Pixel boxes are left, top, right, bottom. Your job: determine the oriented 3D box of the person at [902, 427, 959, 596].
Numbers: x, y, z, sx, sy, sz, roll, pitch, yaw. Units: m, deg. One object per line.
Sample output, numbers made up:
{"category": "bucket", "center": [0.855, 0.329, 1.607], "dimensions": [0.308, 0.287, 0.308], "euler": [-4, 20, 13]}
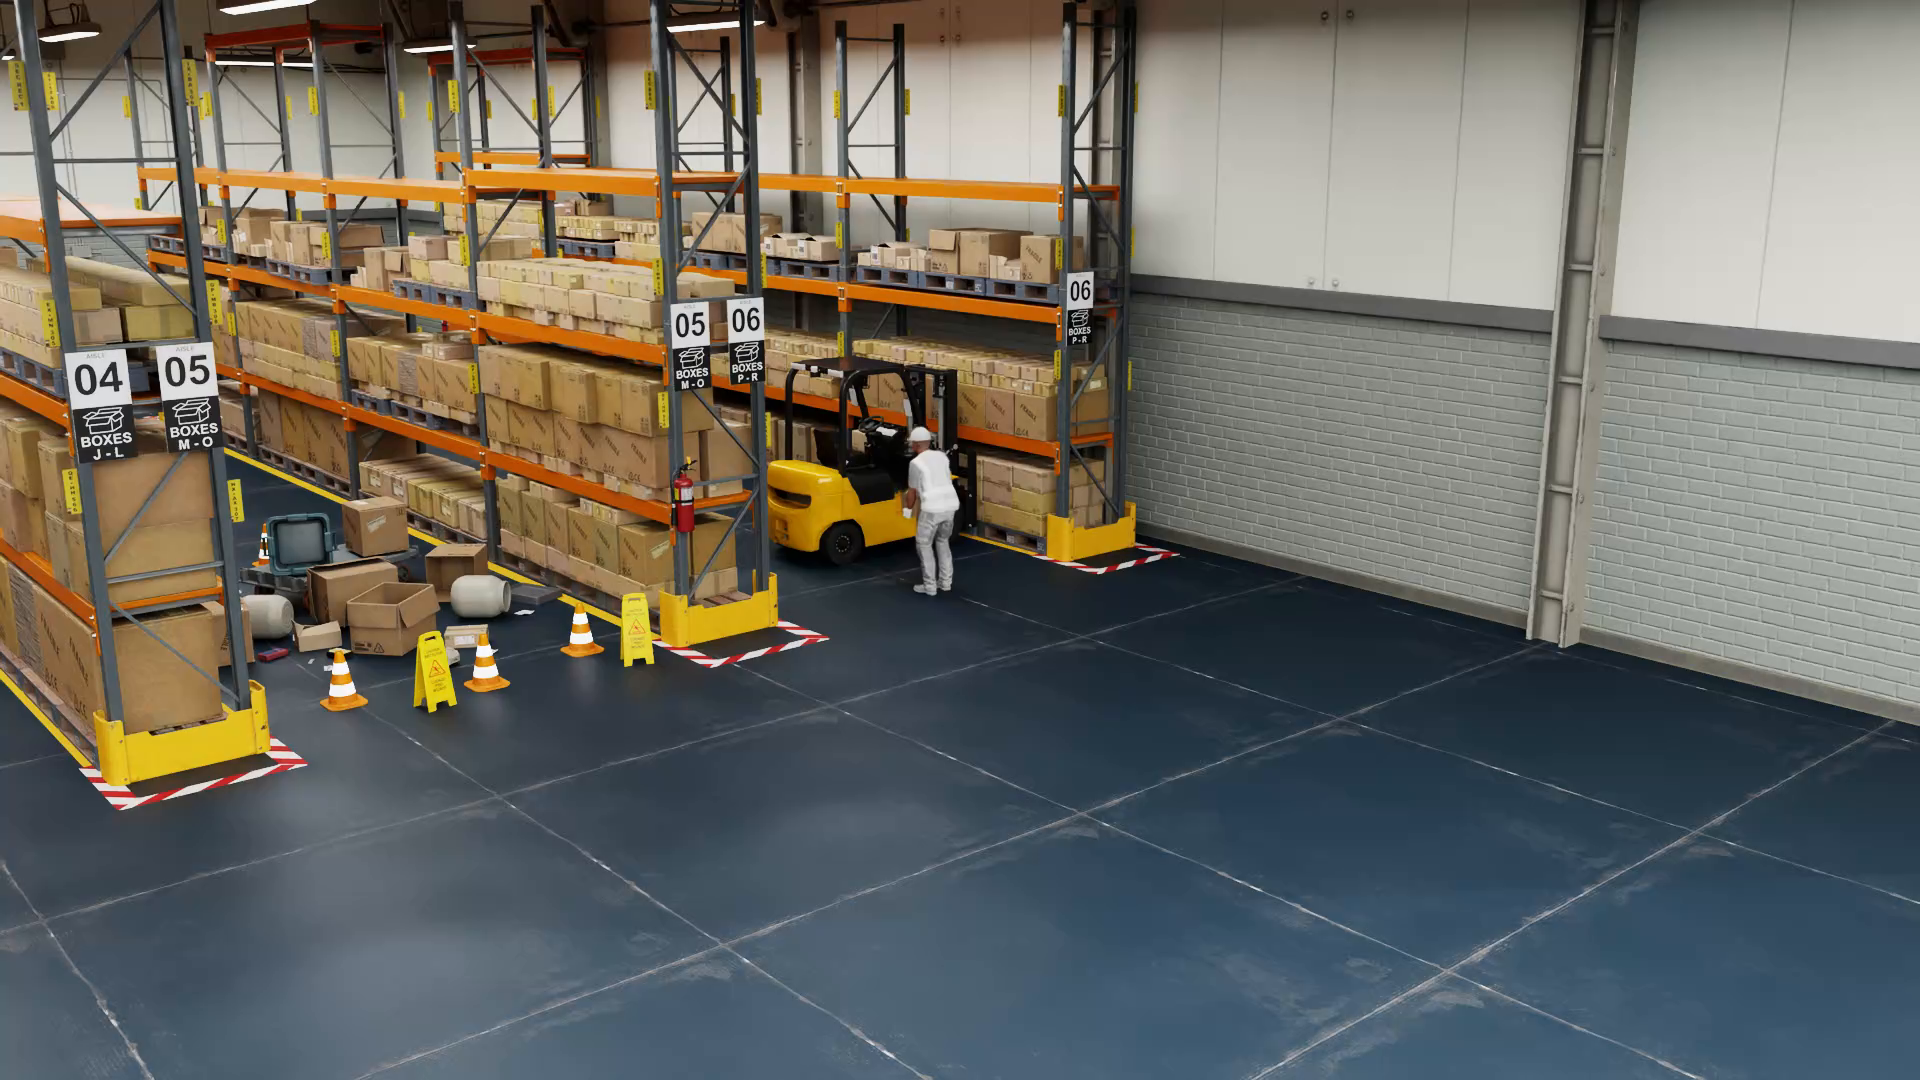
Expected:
{"category": "person", "center": [-0.321, -0.314, 17.340], "dimensions": [0.485, 1.726, 0.618], "euler": [-12, 18, -40]}
